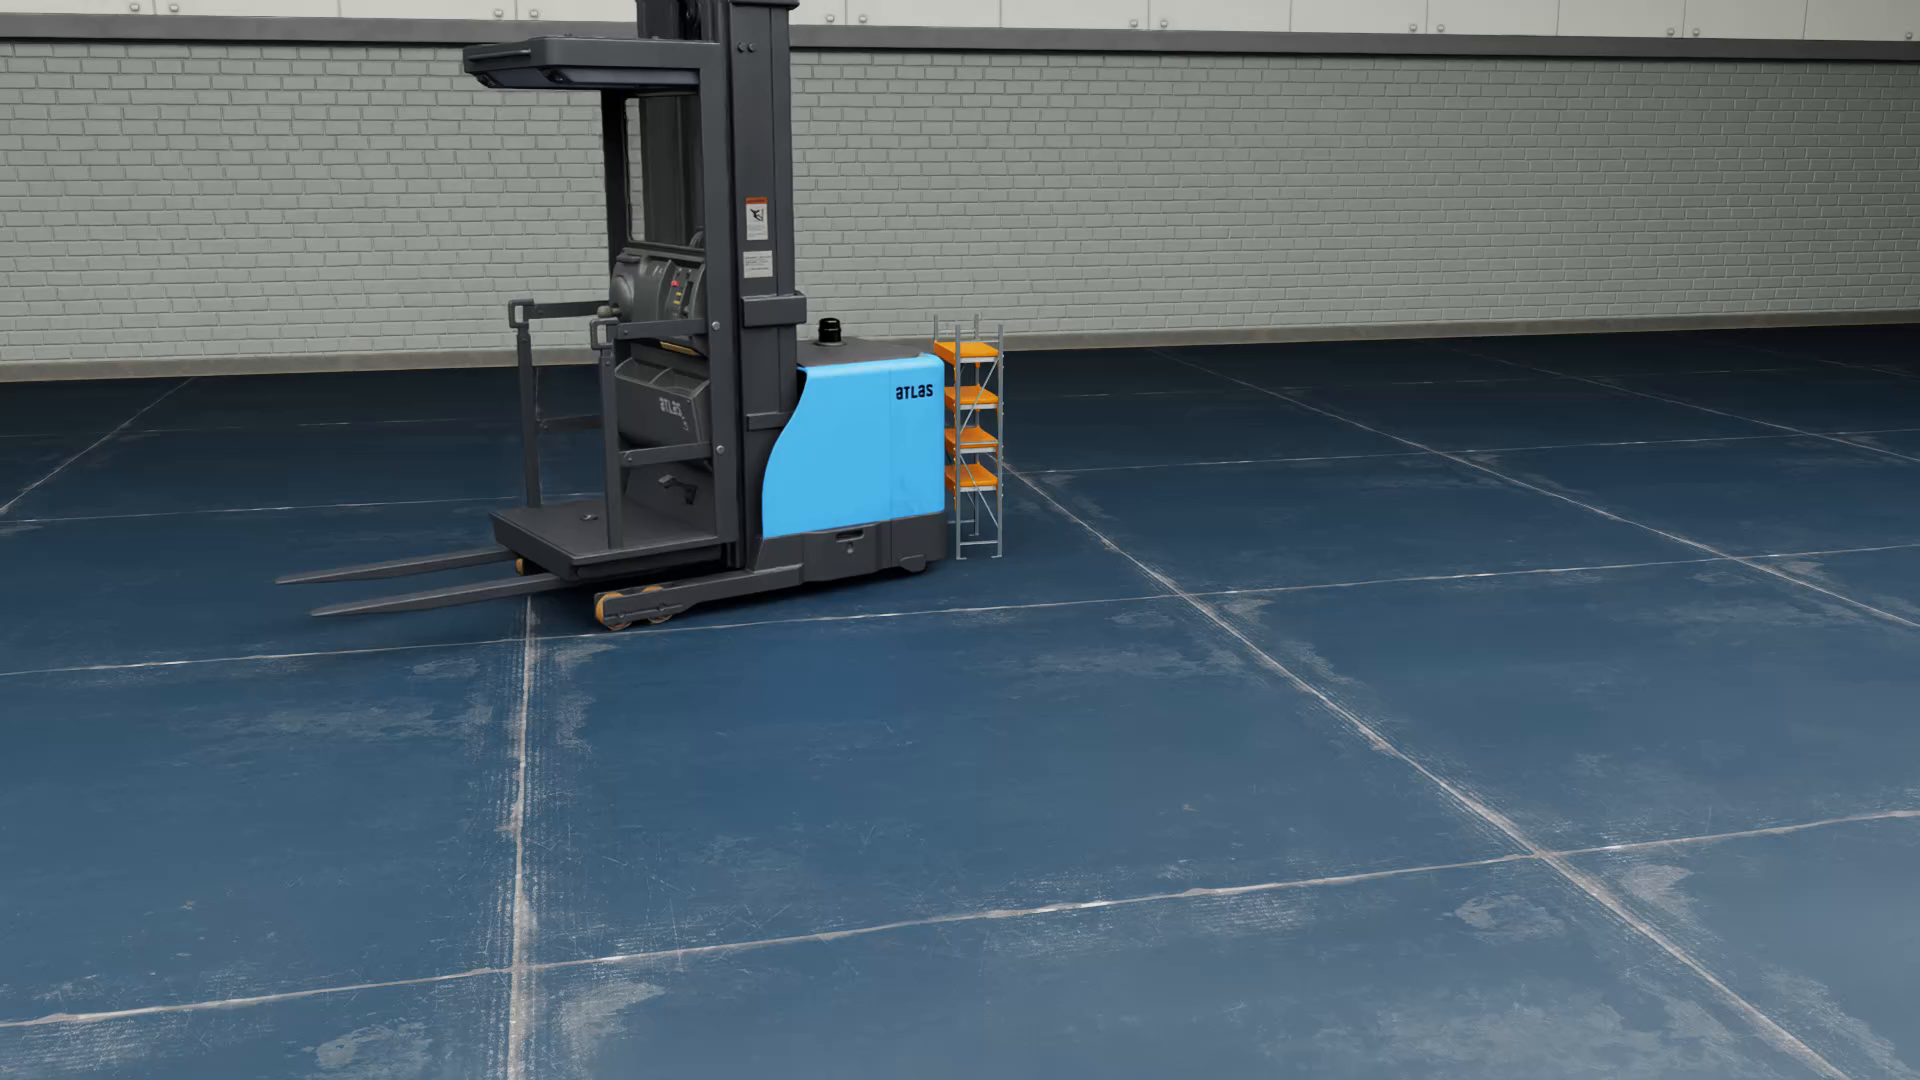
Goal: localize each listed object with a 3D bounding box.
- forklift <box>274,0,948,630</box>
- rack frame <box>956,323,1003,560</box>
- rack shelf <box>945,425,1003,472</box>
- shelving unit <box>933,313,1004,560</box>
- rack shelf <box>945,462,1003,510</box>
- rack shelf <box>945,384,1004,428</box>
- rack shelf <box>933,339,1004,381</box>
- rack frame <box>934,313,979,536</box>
[{"bbox_3d":[-1.565,-1.169,7.537,3.031,2.935,1.130,-9,17,-33],"label":"forklift"},{"bbox_3d":[0.096,-0.488,8.398,0.240,1.200,0.015,-3,14,-13],"label":"rack frame"},{"bbox_3d":[0.039,-0.479,8.644,0.258,0.148,0.480,-3,14,-13],"label":"rack shelf"},{"bbox_3d":[0.039,-0.545,8.628,0.258,1.200,0.503,-3,14,-13],"label":"shelving unit"},{"bbox_3d":[0.039,-0.286,8.691,0.258,0.148,0.480,-3,14,-13],"label":"rack shelf"},{"bbox_3d":[0.039,-0.697,8.591,0.258,0.148,0.480,-3,14,-13],"label":"rack shelf"},{"bbox_3d":[0.039,-0.926,8.535,0.258,0.148,0.480,-3,14,-13],"label":"rack shelf"},{"bbox_3d":[-0.018,-0.601,8.859,0.240,1.200,0.015,-3,14,-13],"label":"rack frame"}]
